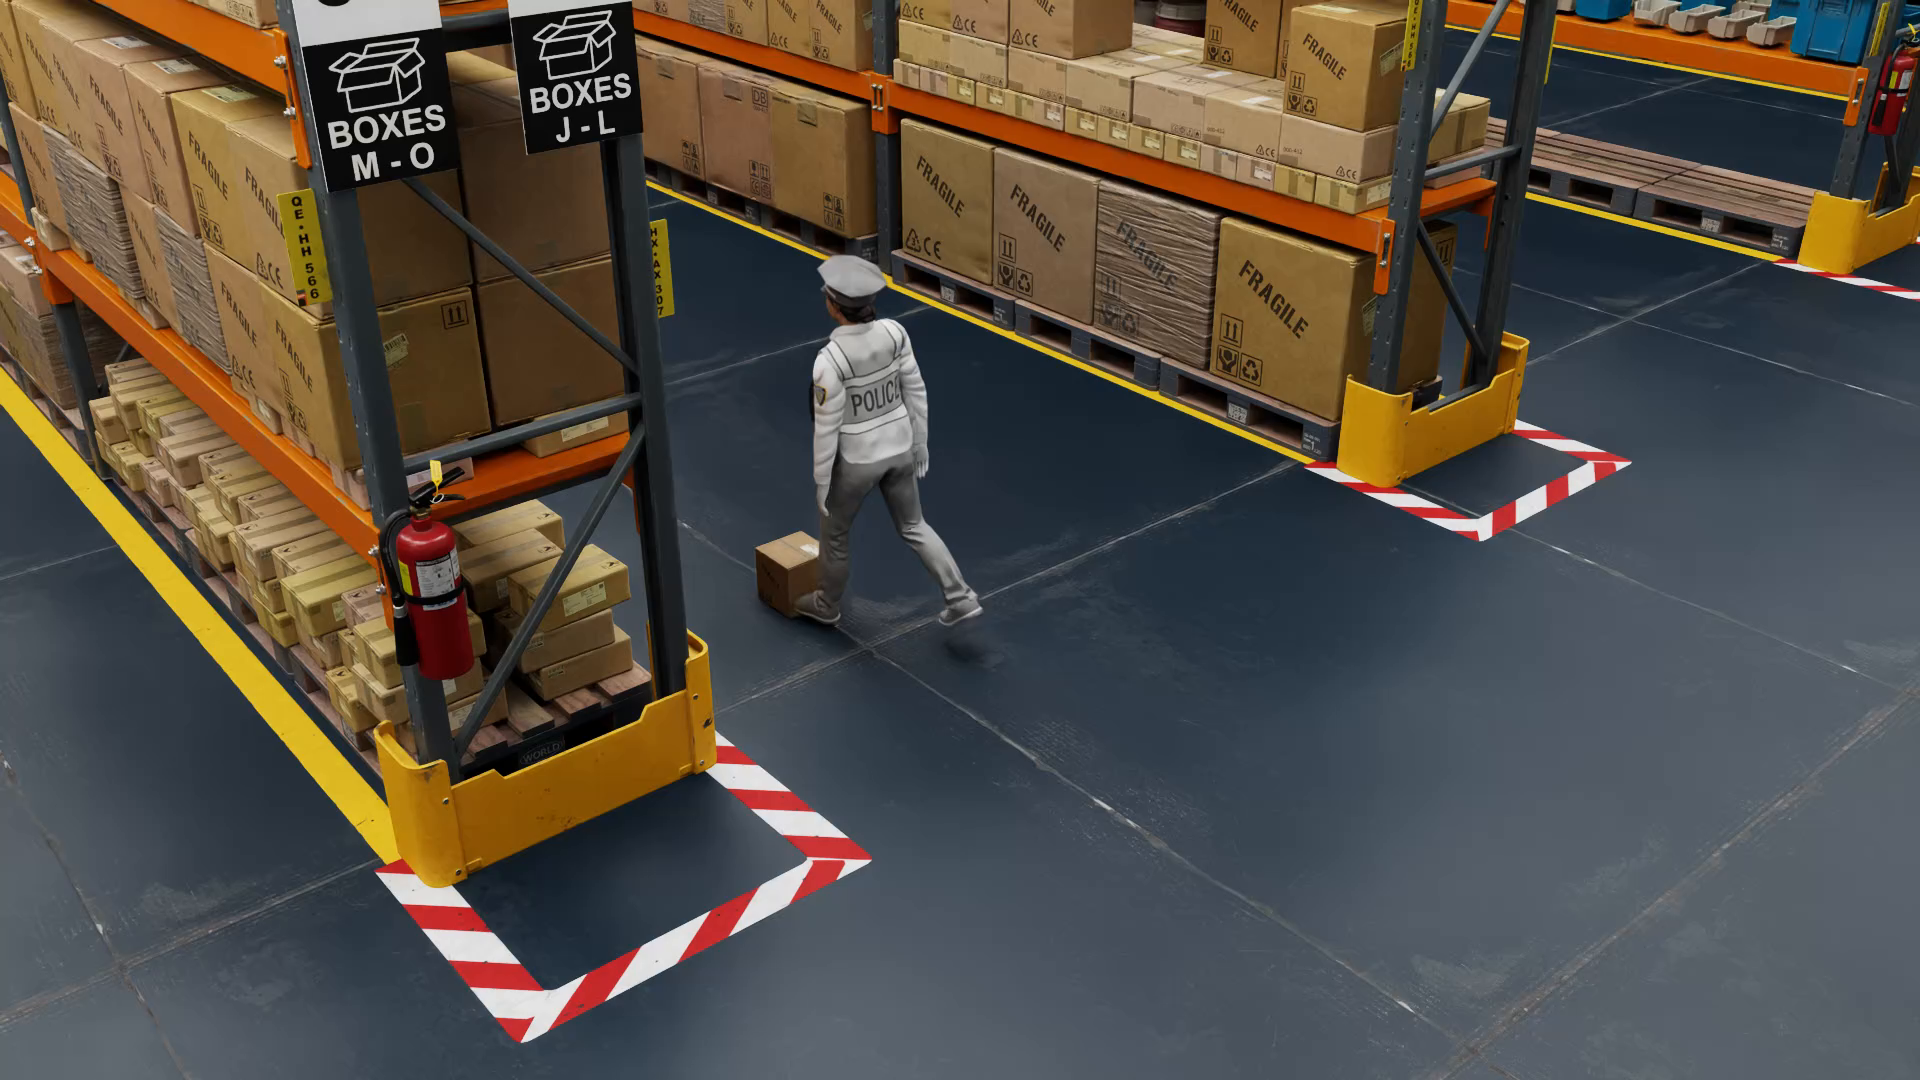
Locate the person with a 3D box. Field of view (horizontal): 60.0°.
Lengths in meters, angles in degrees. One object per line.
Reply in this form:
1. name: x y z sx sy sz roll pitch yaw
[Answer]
1. person: -0.360 -0.338 6.712 0.540 1.655 0.898 -23 36 -36
